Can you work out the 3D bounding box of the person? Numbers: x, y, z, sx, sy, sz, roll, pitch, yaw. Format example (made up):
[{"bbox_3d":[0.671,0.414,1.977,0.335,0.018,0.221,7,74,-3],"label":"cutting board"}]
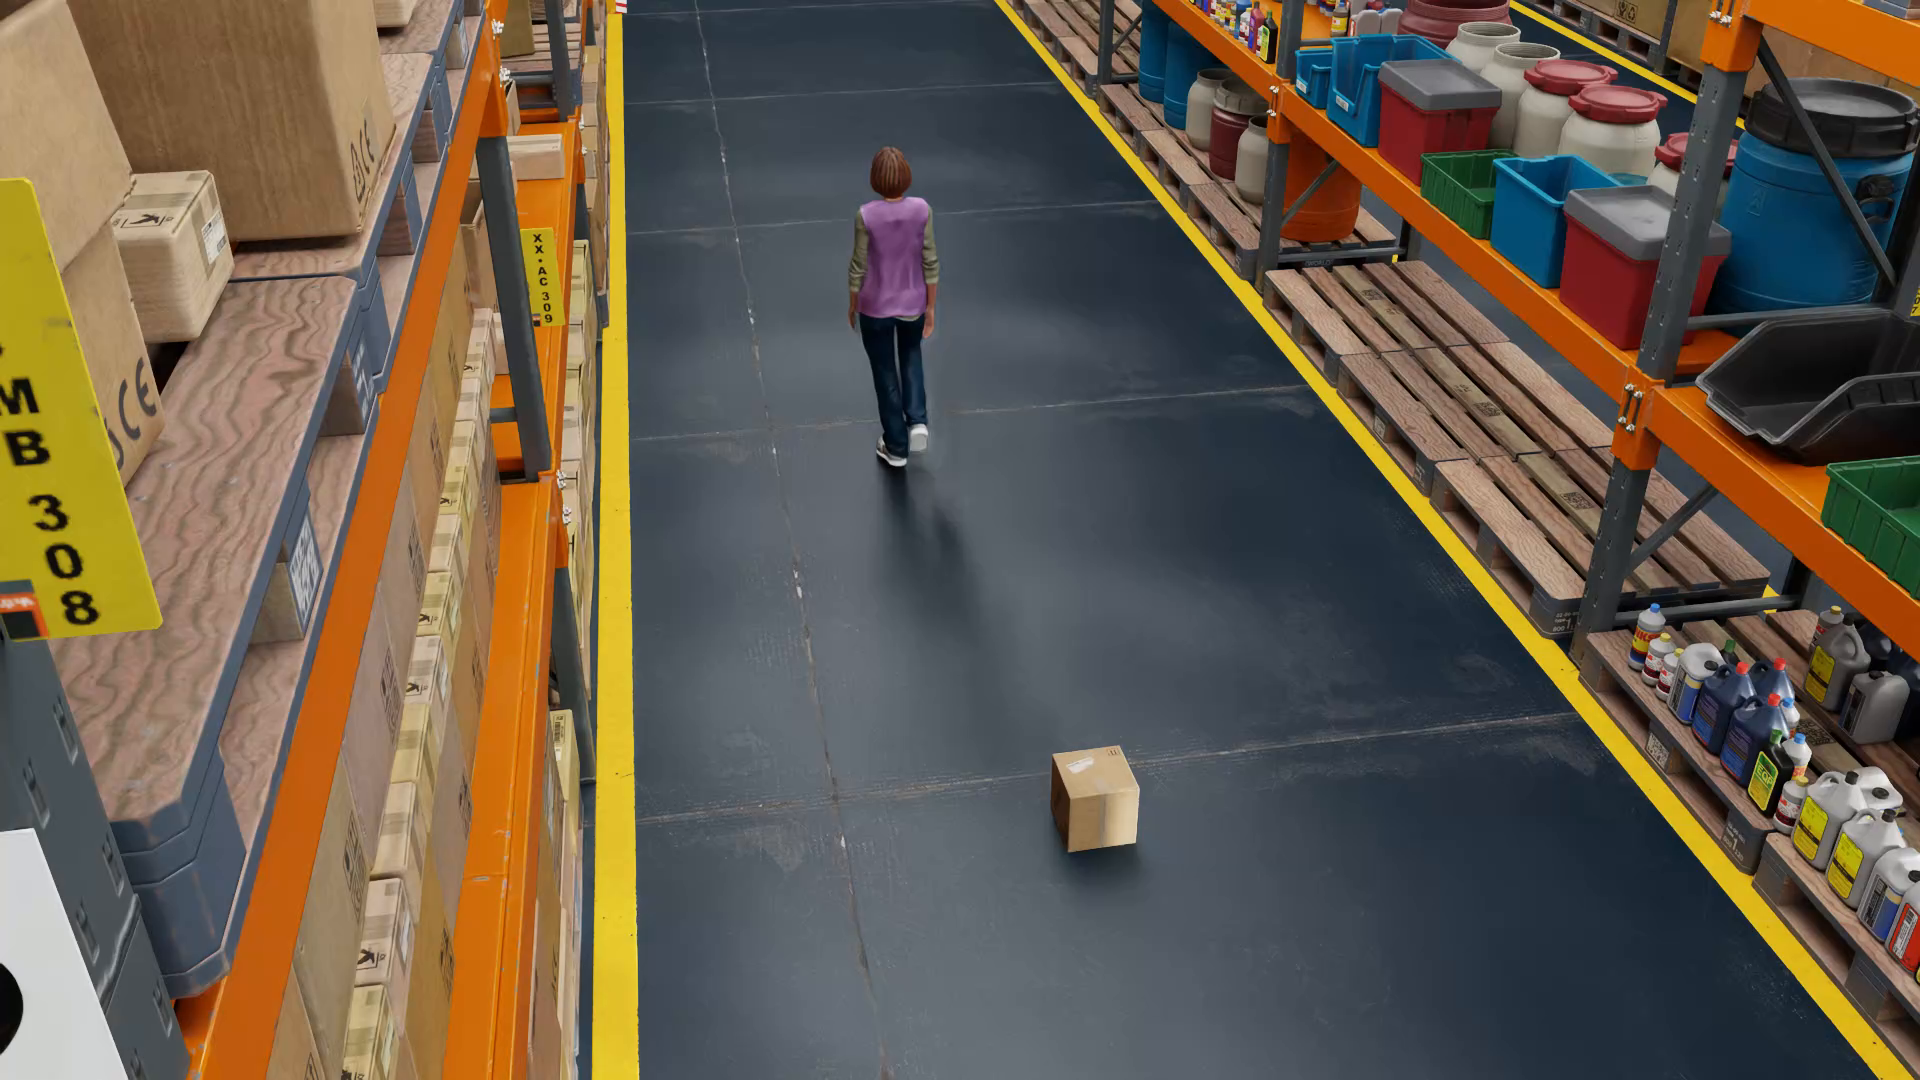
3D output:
[{"bbox_3d":[-0.331,-1.116,7.948,0.414,1.600,0.402,-10,33,-16],"label":"person"}]
